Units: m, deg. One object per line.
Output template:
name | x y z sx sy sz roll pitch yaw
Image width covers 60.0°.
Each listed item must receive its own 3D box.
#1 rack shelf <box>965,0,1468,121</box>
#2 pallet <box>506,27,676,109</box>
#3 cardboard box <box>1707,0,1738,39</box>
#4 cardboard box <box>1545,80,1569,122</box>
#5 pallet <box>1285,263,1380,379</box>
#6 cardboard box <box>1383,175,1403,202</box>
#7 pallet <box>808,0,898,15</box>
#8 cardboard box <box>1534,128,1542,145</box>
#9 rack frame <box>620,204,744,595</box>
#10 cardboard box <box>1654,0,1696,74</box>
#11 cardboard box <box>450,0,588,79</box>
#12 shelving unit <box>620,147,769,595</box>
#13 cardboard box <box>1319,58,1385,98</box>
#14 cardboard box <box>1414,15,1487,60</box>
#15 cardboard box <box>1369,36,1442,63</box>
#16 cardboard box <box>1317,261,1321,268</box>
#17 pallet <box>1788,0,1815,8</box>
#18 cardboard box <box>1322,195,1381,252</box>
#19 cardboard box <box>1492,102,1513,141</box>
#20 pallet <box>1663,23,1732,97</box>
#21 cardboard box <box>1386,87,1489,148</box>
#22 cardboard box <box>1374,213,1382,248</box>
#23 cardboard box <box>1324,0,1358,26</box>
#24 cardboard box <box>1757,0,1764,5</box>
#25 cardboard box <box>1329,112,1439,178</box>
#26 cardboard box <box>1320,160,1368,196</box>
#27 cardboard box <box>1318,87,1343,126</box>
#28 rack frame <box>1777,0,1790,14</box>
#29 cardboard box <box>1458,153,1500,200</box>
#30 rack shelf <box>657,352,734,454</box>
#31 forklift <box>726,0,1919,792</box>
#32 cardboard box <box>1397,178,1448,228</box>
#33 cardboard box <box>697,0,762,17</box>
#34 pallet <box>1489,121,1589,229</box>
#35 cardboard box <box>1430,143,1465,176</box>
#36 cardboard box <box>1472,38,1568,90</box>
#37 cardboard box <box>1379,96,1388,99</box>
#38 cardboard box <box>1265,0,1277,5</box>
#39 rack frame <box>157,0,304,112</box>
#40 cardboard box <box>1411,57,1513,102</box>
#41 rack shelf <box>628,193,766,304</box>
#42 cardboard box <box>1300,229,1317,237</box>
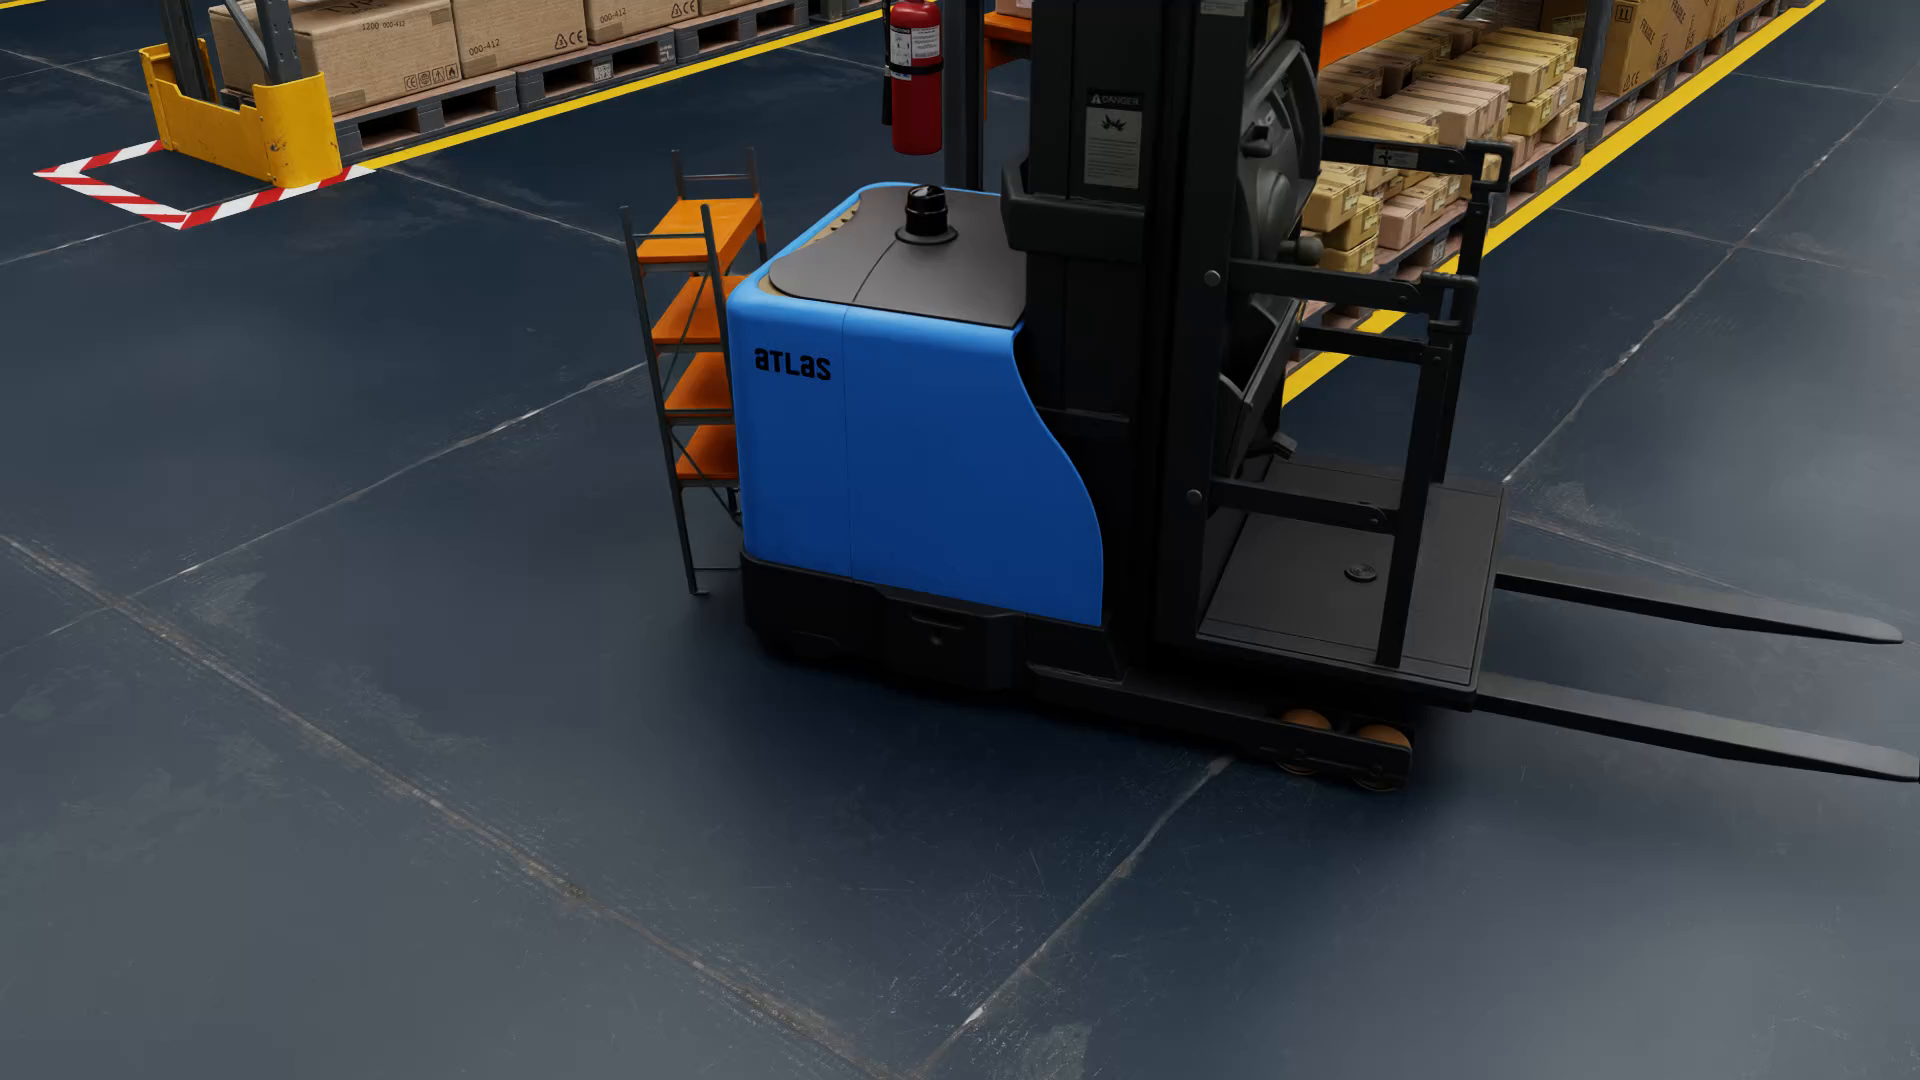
rack shelf | 1.582 -2.279 6.860 1.077 0.370 4.000 21 37 31
pallet | -2.475 -2.901 9.939 1.003 0.211 1.213 21 37 31
cardboard box | 4.393 -3.355 10.009 0.500 0.500 0.500 19 36 29
cardboard box | 2.700 -2.144 8.019 0.380 0.149 0.250 19 36 29
pallet | 0.940 -0.927 6.606 1.003 0.211 1.213 21 37 31
cardboard box | 1.640 -1.544 7.005 0.380 0.149 0.250 23 38 34
pallet | -0.812 -4.021 11.828 1.003 0.211 1.213 21 37 31
cardboard box | 2.601 -2.012 8.087 0.380 0.149 0.250 22 37 33
rack frame | -0.732 -0.358 4.660 0.240 1.200 0.015 0 30 9
cardboard box | 3.765 -2.941 9.311 0.500 0.500 0.500 23 38 33
cardboard box | -2.768 -3.010 9.488 0.875 0.438 0.875 22 37 33
shelving unit | -0.700 -0.482 4.868 0.258 1.200 0.503 0 30 9
cardboard box | 1.732 -2.133 7.707 0.380 0.149 0.250 22 37 32
cardboard box | 2.417 -2.536 8.387 0.380 0.149 0.250 23 38 33
cardboard box | 2.090 -2.324 8.030 0.380 0.149 0.250 21 36 31
cardboard box | 1.184 -1.079 6.513 0.380 0.149 0.250 22 37 32
pallet | 5.740 -4.125 12.004 1.003 0.211 1.213 21 37 31
cardboard box | 1.425 -1.284 6.566 0.380 0.149 0.250 22 37 33
cardboard box | 2.322 -1.958 7.705 0.380 0.149 0.250 21 37 32
pallet | 3.995 -3.017 10.134 1.003 0.211 1.213 21 37 31
cardboard box | 2.054 -1.834 7.204 0.380 0.149 0.250 20 36 30
cardboard box | 1.503 -1.282 6.856 0.380 0.149 0.250 21 37 31
cardboard box | 1.158 -1.908 5.773 0.380 0.149 0.250 20 36 30
cardboard box | 5.015 -3.785 10.734 0.500 0.500 0.500 21 37 31
cardboard box | 1.741 -1.636 6.868 0.380 0.149 0.250 22 37 32
cardboard box | 1.371 -1.433 6.526 0.380 0.149 0.250 19 36 29
cardboard box | 1.453 -1.908 7.329 0.380 0.149 0.250 21 37 32
rack frame | 5.204 -5.028 10.791 1.000 3.000 0.127 21 37 31
cardboard box | 2.200 -1.671 7.512 0.380 0.149 0.250 21 37 31
rack shelf | -0.695 -0.423 4.902 0.258 0.148 0.480 0 30 9
forklift | 0.960 -0.935 3.952 3.031 2.935 1.130 11 32 17
cardboard box | 1.870 -1.477 7.185 0.380 0.149 0.250 21 37 31
cardboard box | -1.682 -3.740 10.720 0.875 0.438 0.875 21 36 31
pallet | 2.413 -1.918 8.280 1.003 0.211 1.213 21 37 31
cardboard box | 2.006 -1.746 7.346 0.380 0.149 0.250 19 36 29
cardboard box | 2.660 -2.271 7.941 0.380 0.149 0.250 22 37 32
cardboard box | 1.951 -2.086 7.920 0.380 0.149 0.250 19 36 29
cardboard box | 0.866 -2.044 5.368 0.500 0.500 0.500 23 38 33
rack frame | -3.632 -3.258 7.806 1.000 3.000 0.127 21 37 31
cardboard box | 2.297 -2.086 7.629 0.380 0.149 0.250 22 37 33
rack shelf | -0.729 -0.821 4.672 0.258 0.148 0.480 0 30 9
cardboard box | 1.106 -1.086 6.233 0.380 0.149 0.250 21 37 31
